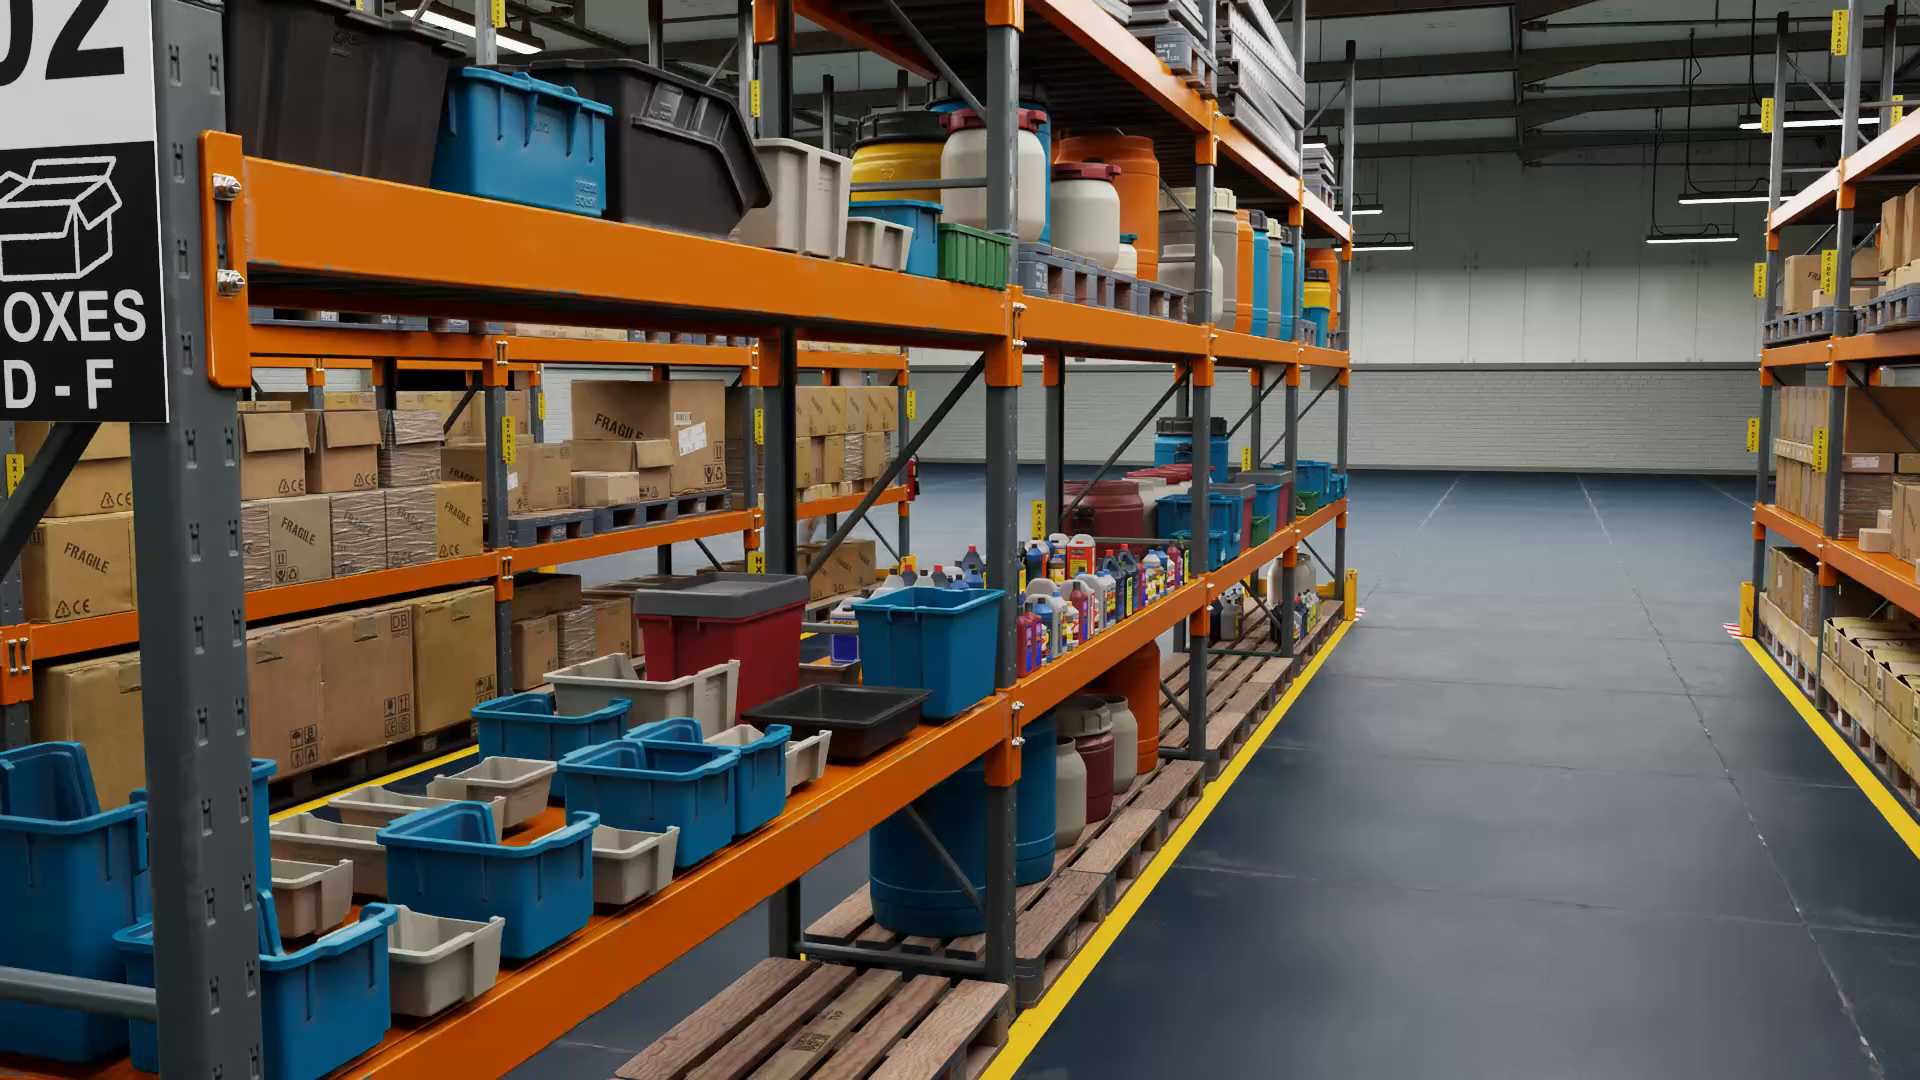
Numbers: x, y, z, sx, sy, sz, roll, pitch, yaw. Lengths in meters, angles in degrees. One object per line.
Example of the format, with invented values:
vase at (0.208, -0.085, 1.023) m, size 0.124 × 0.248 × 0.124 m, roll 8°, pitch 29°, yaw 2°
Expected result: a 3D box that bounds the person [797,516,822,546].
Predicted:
person at (-1.887, -0.303, 20.699) m, size 0.575 × 1.641 × 0.539 m, roll -2°, pitch 6°, yaw -19°
